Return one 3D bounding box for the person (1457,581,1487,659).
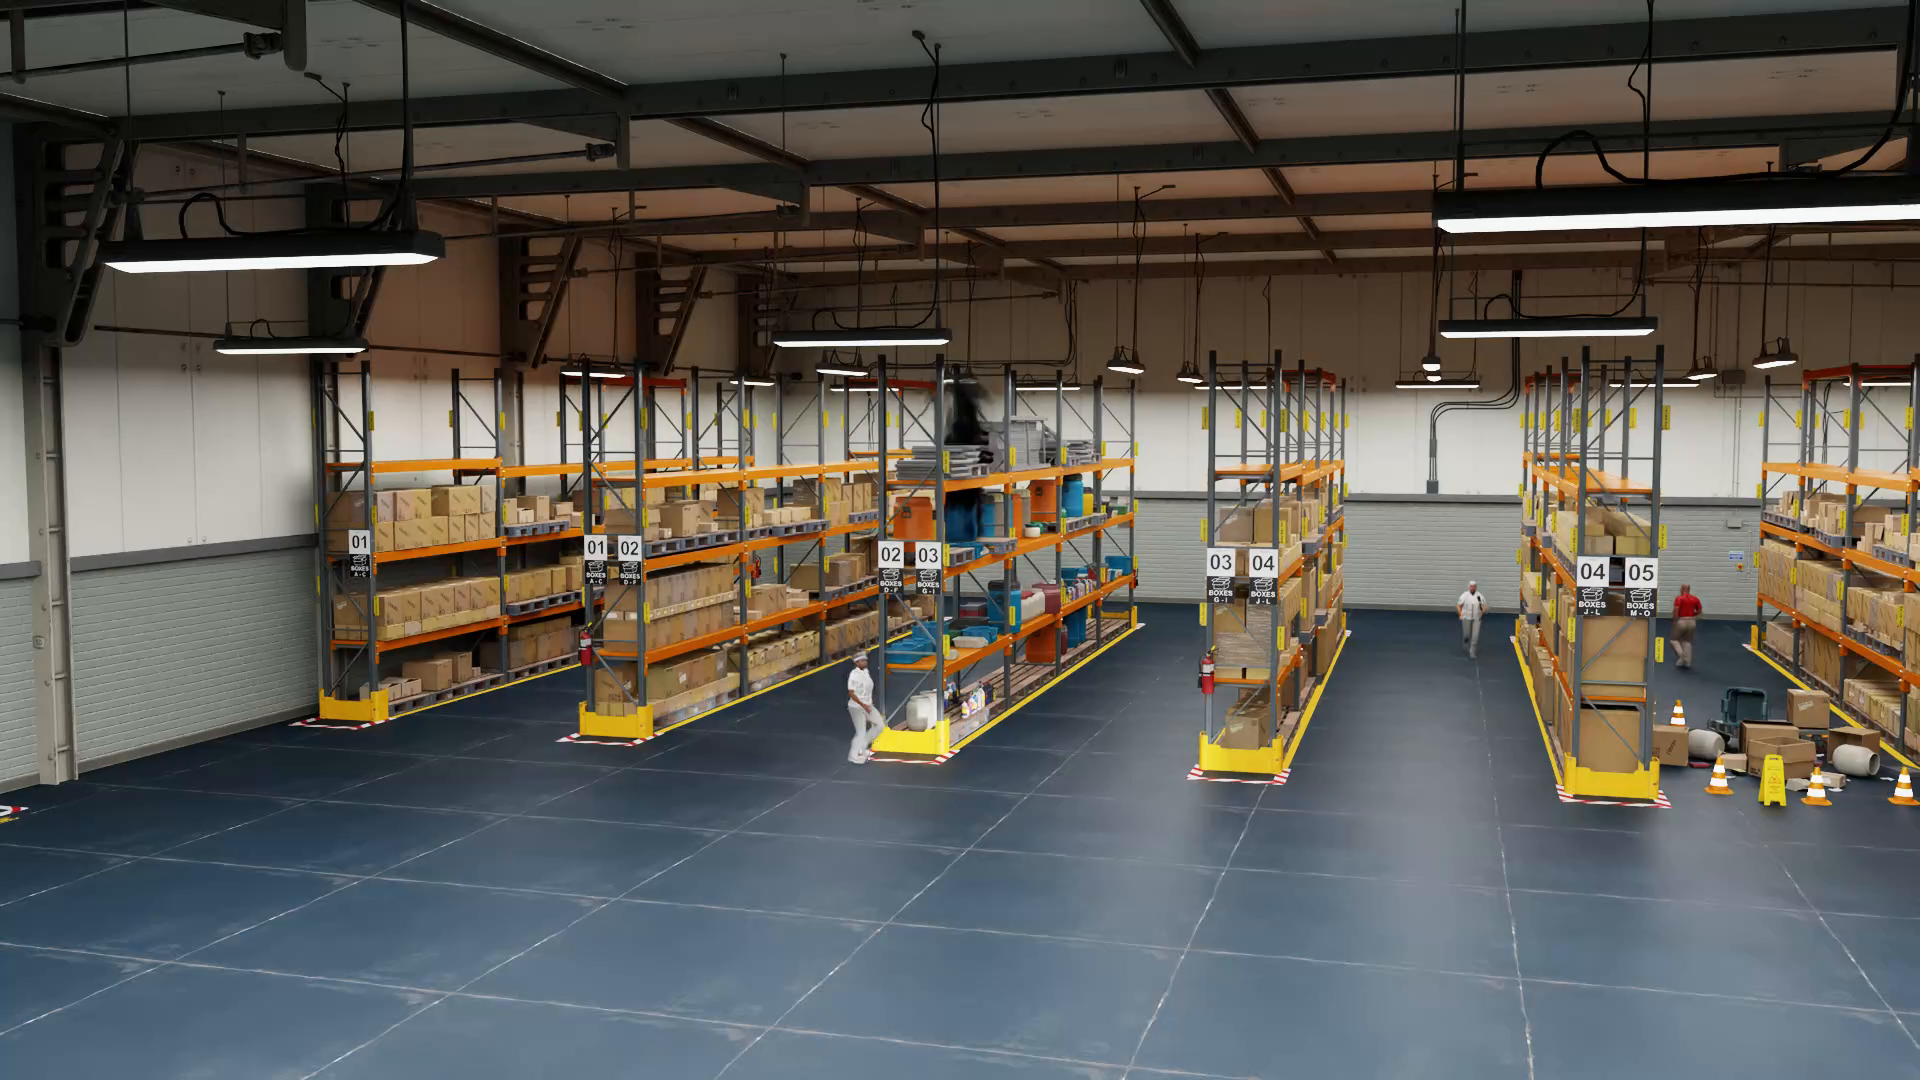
[{"bbox_3d":[10.871,1.678,35.346,0.597,1.632,0.599,1,4,12],"label":"person"}]

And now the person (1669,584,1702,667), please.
[{"bbox_3d":[14.770,1.734,33.945,0.660,1.687,0.584,0,4,-2],"label":"person"}]

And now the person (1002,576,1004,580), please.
[{"bbox_3d":[1.073,1.572,37.133,0.533,1.592,0.710,2,4,22],"label":"person"}]

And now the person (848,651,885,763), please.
[{"bbox_3d":[-1.400,2.440,24.313,0.552,1.665,0.567,2,5,26],"label":"person"}]
